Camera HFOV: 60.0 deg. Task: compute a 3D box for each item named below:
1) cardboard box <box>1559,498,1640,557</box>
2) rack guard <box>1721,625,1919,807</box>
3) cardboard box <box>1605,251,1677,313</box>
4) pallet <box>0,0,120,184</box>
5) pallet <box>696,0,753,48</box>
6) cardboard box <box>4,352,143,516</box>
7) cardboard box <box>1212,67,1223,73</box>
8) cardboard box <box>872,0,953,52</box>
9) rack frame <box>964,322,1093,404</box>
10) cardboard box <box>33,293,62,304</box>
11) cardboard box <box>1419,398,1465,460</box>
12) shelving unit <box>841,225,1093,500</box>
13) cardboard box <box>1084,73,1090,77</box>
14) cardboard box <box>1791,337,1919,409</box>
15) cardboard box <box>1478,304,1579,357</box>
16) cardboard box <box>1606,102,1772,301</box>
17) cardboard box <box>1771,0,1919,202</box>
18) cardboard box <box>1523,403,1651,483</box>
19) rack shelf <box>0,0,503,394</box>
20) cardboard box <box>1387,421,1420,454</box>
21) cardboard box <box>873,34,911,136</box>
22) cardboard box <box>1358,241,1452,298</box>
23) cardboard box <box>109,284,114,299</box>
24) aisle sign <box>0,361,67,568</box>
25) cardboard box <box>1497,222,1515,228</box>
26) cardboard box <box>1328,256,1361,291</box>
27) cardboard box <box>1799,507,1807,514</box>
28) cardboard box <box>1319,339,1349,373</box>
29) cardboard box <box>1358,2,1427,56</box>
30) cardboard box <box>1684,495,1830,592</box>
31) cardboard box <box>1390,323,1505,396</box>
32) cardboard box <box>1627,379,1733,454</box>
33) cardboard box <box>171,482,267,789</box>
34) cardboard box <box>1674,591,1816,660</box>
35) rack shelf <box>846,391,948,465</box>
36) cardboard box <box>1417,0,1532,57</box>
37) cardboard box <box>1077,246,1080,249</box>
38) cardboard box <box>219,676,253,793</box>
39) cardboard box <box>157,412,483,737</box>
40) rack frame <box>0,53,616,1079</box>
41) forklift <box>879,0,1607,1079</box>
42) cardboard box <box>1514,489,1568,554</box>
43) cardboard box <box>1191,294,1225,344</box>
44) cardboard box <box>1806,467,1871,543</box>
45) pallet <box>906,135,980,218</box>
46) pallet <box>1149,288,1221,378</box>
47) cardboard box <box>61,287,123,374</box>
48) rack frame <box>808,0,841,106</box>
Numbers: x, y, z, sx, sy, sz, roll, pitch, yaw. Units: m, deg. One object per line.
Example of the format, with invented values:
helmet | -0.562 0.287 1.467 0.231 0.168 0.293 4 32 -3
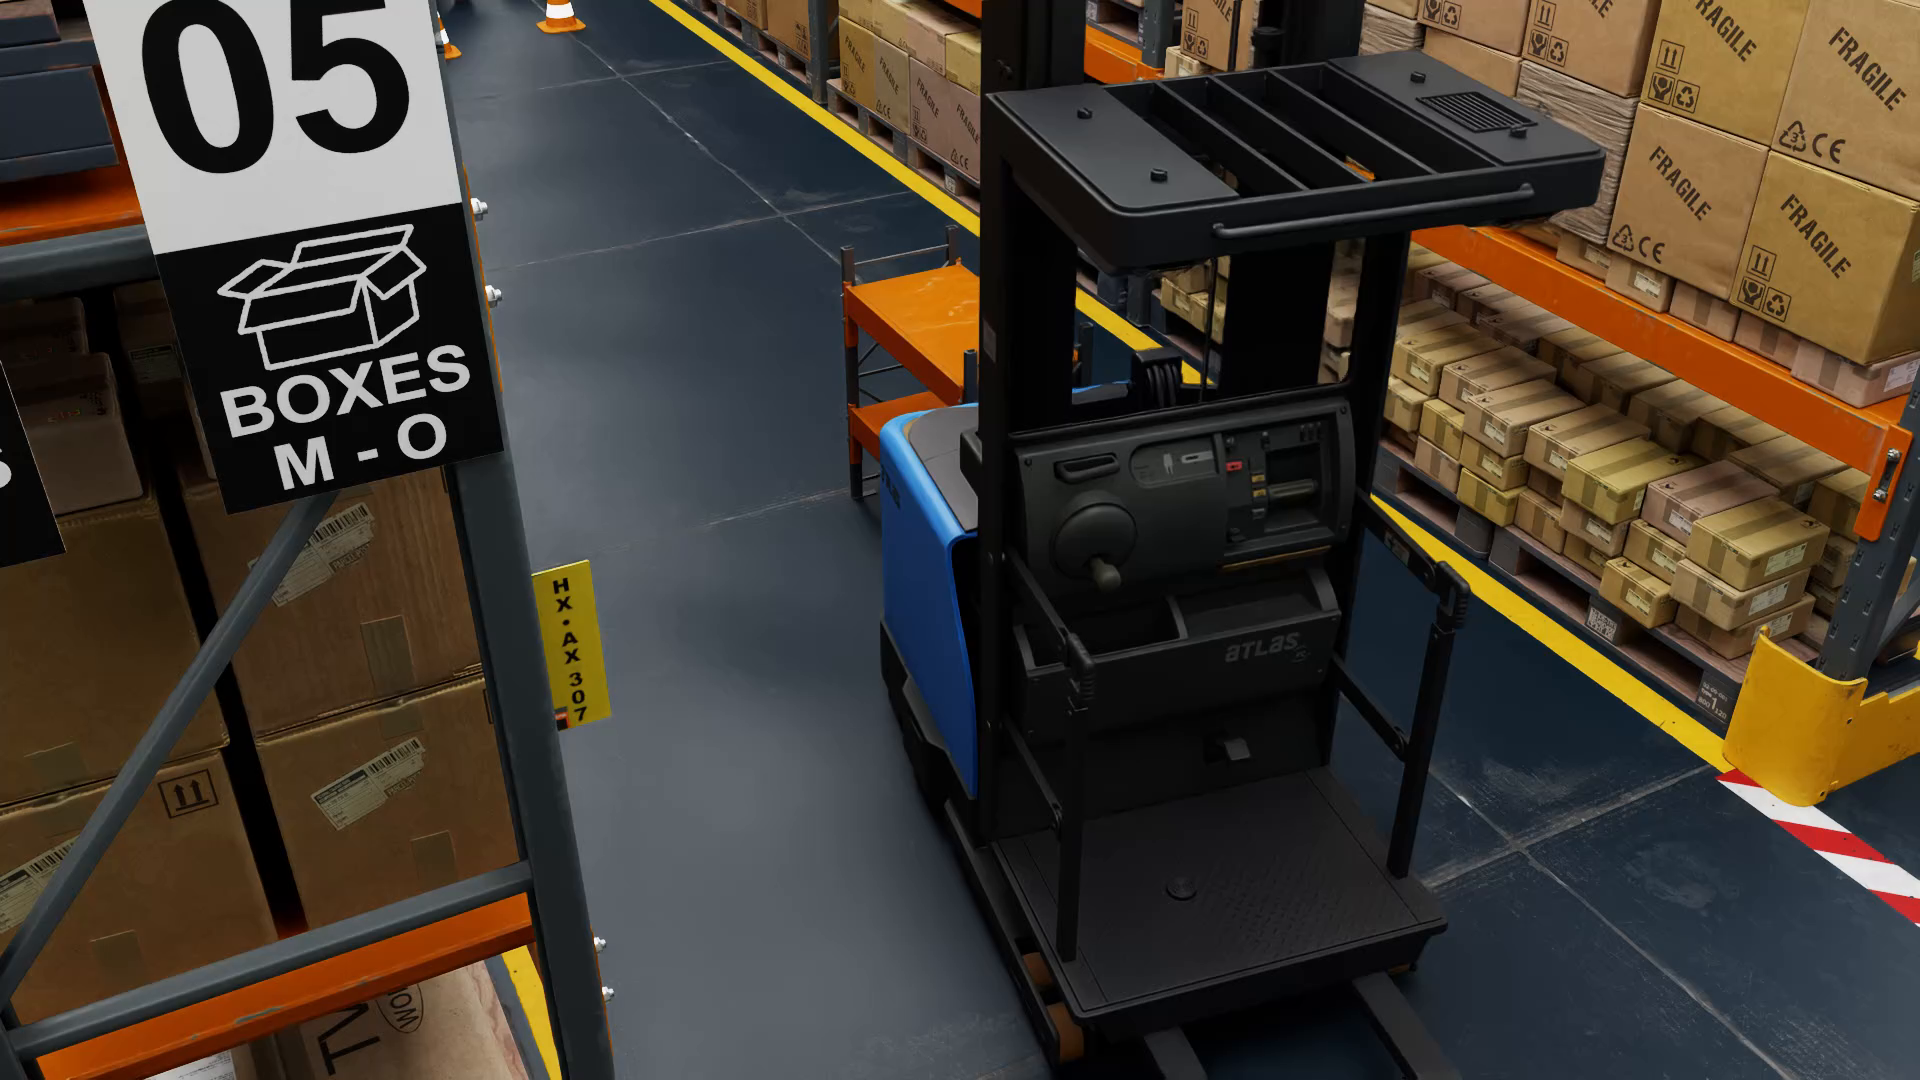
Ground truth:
cardboard box | 2.440 -0.106 6.112 0.380 0.149 0.250 -17 37 -25
rack guard | 3.147 0.440 5.600 1.175 0.500 0.348 -16 36 -23
cardboard box | 2.428 -0.915 5.630 0.380 0.149 0.250 -15 36 -22
pallet | -1.505 -0.860 2.613 1.003 0.211 1.213 -16 36 -23
pallet | -1.413 -4.197 13.105 1.003 0.211 1.213 -16 36 -23
cardboard box | -1.494 -0.140 2.567 0.380 0.149 0.250 -15 36 -22
cardboard box | 1.346 -2.057 7.413 0.380 0.149 0.250 -15 36 -22
cardboard box | -0.204 -3.202 10.200 0.500 0.250 0.500 -16 36 -24
rack frame | 0.240 -0.228 6.063 0.500 1.125 0.032 -16 36 -23
cardboard box | -1.910 -0.488 3.110 0.380 0.149 0.250 -15 36 -22
cardboard box | 2.084 -0.476 6.691 0.380 0.149 0.250 -14 35 -21
shelving unit | 0.003 -0.470 6.442 0.538 1.125 1.048 -16 36 -23
cardboard box | 0.519 -2.466 9.051 0.500 0.250 0.500 -14 35 -21
cardboard box | 2.780 -0.555 5.068 0.380 0.149 0.250 -16 36 -23
cardboard box | 2.406 -0.858 7.010 0.380 0.149 0.250 -16 36 -23
cardboard box | 2.510 -1.140 5.381 0.500 0.500 0.500 -16 36 -24
cardboard box | 2.749 -1.320 4.735 0.500 0.500 0.500 -17 36 -24
cardboard box | 2.347 -0.358 6.229 0.380 0.149 0.250 -17 37 -25
rack shelf | -2.082 -1.198 3.725 1.077 0.370 4.000 -16 36 -23
cardboard box | 2.034 -0.492 6.991 0.380 0.149 0.250 -15 36 -22
cardboard box | -0.206 -2.878 10.389 0.500 0.500 0.500 -15 36 -23
cardboard box | 2.042 -1.235 7.600 0.380 0.149 0.250 -15 35 -22
cardboard box | -2.548 -0.877 4.318 0.500 0.500 0.500 -15 36 -22
aisle sign | -1.390 -0.265 1.974 0.394 0.787 0.004 -16 36 -23
cardboard box | 2.119 -1.314 6.254 0.380 0.149 0.250 -15 36 -22
cardboard box | 1.674 -1.122 7.423 0.380 0.149 0.250 -17 36 -24
cardboard box | 3.087 -0.137 6.162 0.380 0.149 0.250 -16 36 -23
cardboard box | 1.777 -0.861 7.291 0.380 0.149 0.250 -14 35 -21
cardboard box | 1.765 -1.869 6.518 0.500 0.500 0.500 -17 36 -24
cardboard box | 2.711 0.008 5.659 0.380 0.149 0.250 -15 36 -23
cardboard box | 2.001 -0.743 6.832 0.380 0.149 0.250 -16 36 -23
cardboard box | 2.811 -0.490 6.436 0.380 0.149 0.250 -18 37 -25
cardboard box | -1.380 0.139 3.659 0.500 0.500 0.500 -16 36 -24
cardboard box | 2.752 0.249 5.835 0.380 0.149 0.250 -15 36 -22
rack shelf | 0.003 -0.265 6.573 0.538 0.278 1.000 -16 36 -23
cardboard box | 2.013 -2.060 5.889 0.500 0.500 0.500 -17 36 -25
cardboard box | 0.749 -1.899 8.862 0.500 0.500 0.500 -17 36 -24
cardboard box | -1.829 0.268 3.458 0.500 0.500 0.500 -17 36 -24
cardboard box | -1.121 -0.047 3.023 0.500 0.500 0.500 -17 36 -24
rack frame | -1.150 0.717 2.850 1.000 3.000 0.127 -16 36 -23
forklift | 0.664 -0.058 4.123 1.130 2.935 3.031 -10 34 -15
cardboard box | 2.369 -0.111 6.396 0.380 0.149 0.250 -15 36 -23
cardboard box | 1.327 -1.080 7.909 0.380 0.149 0.250 -15 35 -22
cardboard box | 3.239 -0.139 5.888 0.380 0.149 0.250 -18 37 -25
pallet | 0.380 -2.265 10.090 1.003 0.211 1.213 -16 36 -23
pallet | 1.662 -0.999 8.114 1.003 0.211 1.213 -16 36 -23
cardboard box | -1.855 -0.158 3.197 0.500 0.500 0.500 -16 36 -23
rack frame | -0.548 -4.394 10.828 1.000 3.000 0.127 -16 36 -23
